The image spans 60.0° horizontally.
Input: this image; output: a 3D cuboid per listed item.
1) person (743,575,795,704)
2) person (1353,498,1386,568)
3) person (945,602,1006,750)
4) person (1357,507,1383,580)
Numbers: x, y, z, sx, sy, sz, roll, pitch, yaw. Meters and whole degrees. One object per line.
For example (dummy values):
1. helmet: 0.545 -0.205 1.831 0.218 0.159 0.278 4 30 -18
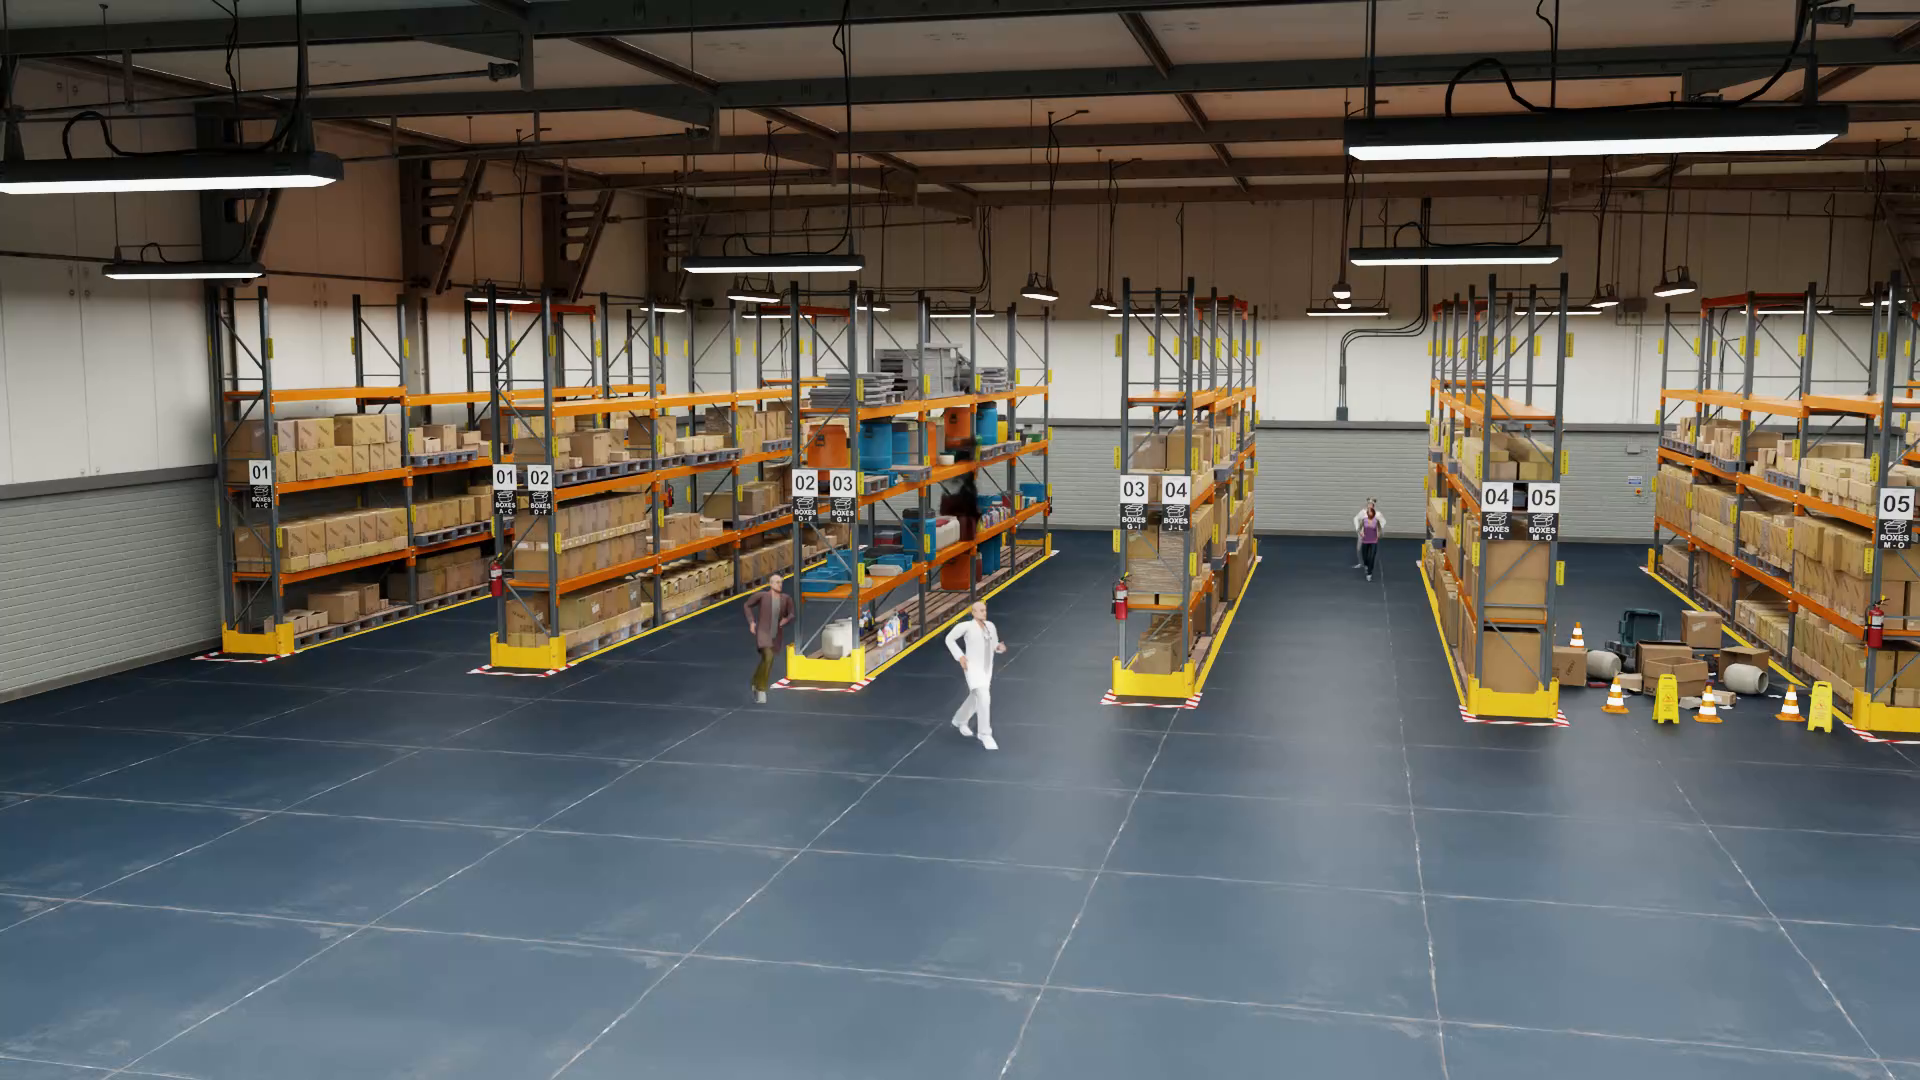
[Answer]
1. person: -2.715 1.408 23.897 0.687 1.816 0.760 -5 8 -35
2. person: 9.342 -0.163 38.050 0.710 1.633 0.479 4 7 28
3. person: 0.208 1.696 21.149 0.890 1.845 0.688 6 9 42
4. person: 8.939 0.070 36.305 0.532 1.586 0.617 2 7 20
